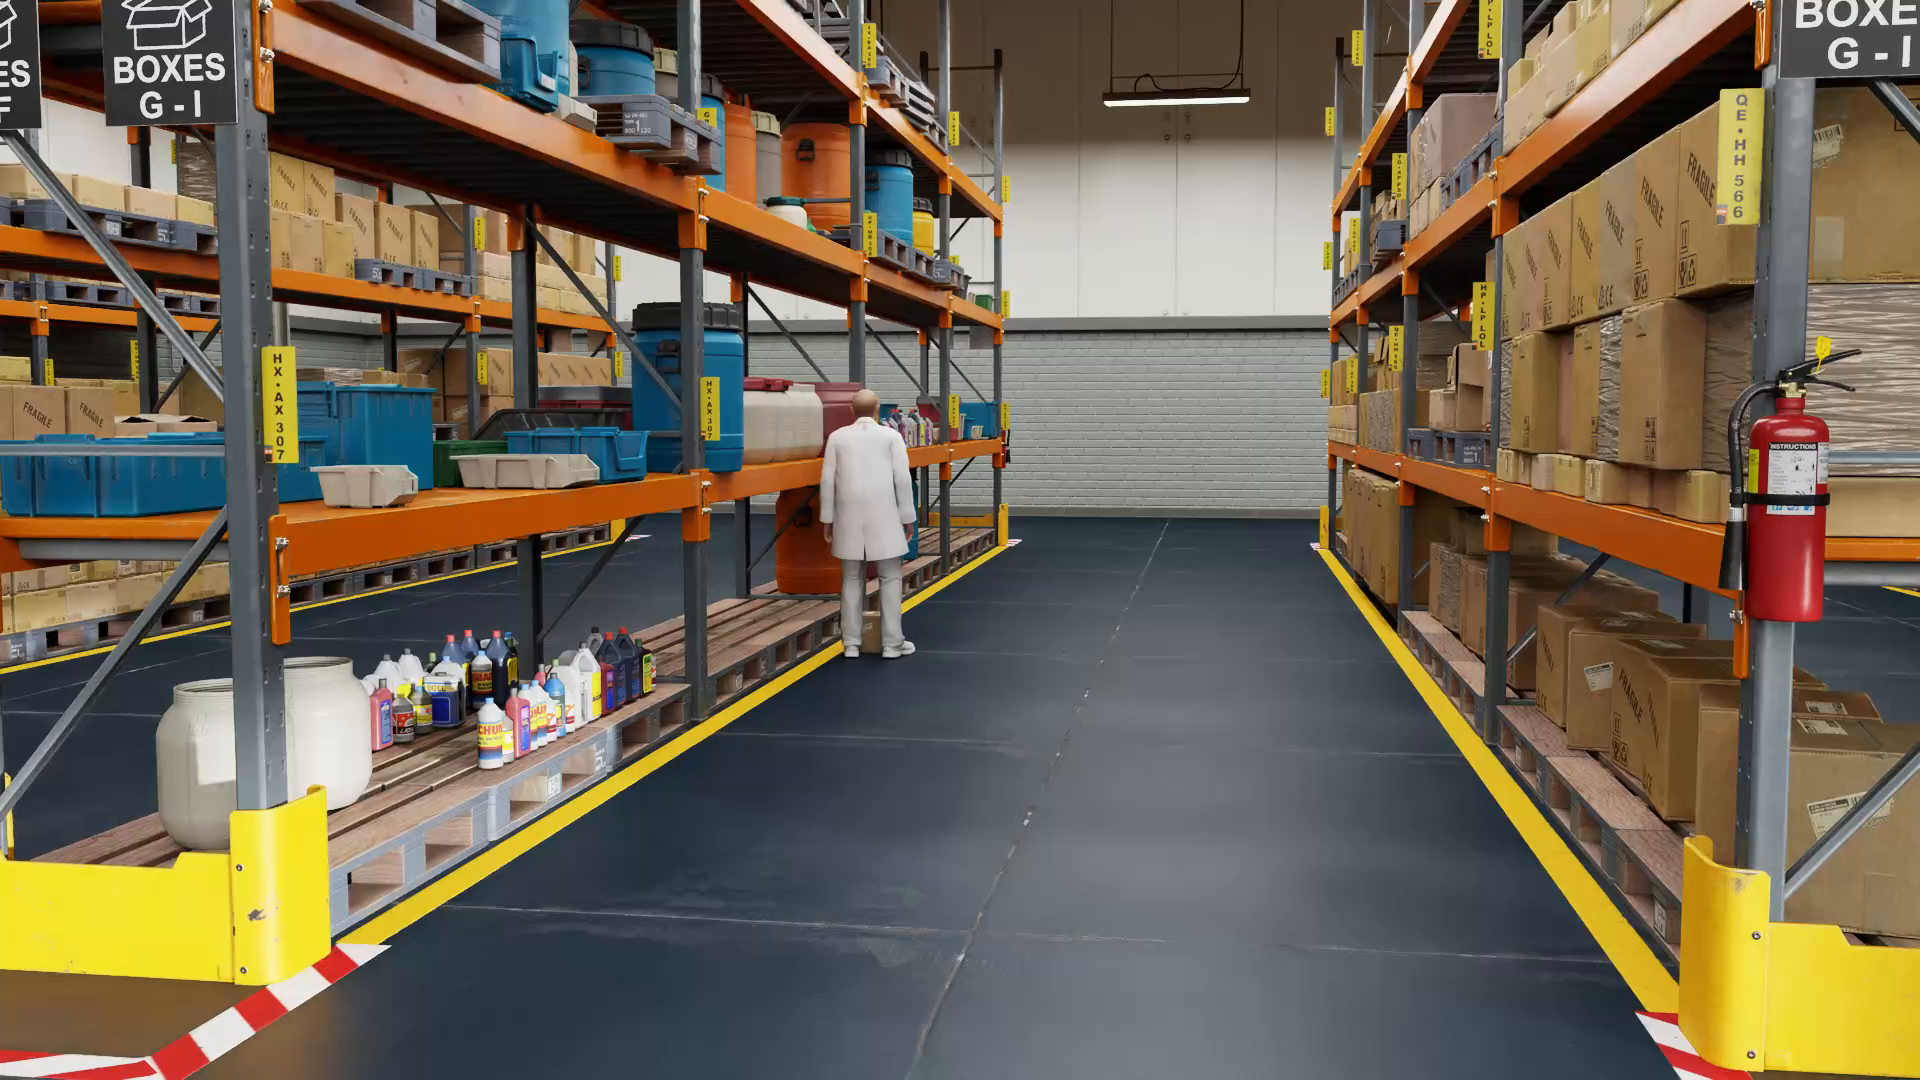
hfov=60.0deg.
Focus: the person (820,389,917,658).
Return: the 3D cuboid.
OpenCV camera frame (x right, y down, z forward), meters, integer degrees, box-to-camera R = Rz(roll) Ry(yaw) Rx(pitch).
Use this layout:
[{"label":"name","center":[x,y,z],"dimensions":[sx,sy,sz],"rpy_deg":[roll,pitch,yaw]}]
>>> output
[{"label":"person","center":[-0.613,-0.112,11.057],"dimensions":[0.652,1.774,0.416],"rpy_deg":[1,4,8]}]
